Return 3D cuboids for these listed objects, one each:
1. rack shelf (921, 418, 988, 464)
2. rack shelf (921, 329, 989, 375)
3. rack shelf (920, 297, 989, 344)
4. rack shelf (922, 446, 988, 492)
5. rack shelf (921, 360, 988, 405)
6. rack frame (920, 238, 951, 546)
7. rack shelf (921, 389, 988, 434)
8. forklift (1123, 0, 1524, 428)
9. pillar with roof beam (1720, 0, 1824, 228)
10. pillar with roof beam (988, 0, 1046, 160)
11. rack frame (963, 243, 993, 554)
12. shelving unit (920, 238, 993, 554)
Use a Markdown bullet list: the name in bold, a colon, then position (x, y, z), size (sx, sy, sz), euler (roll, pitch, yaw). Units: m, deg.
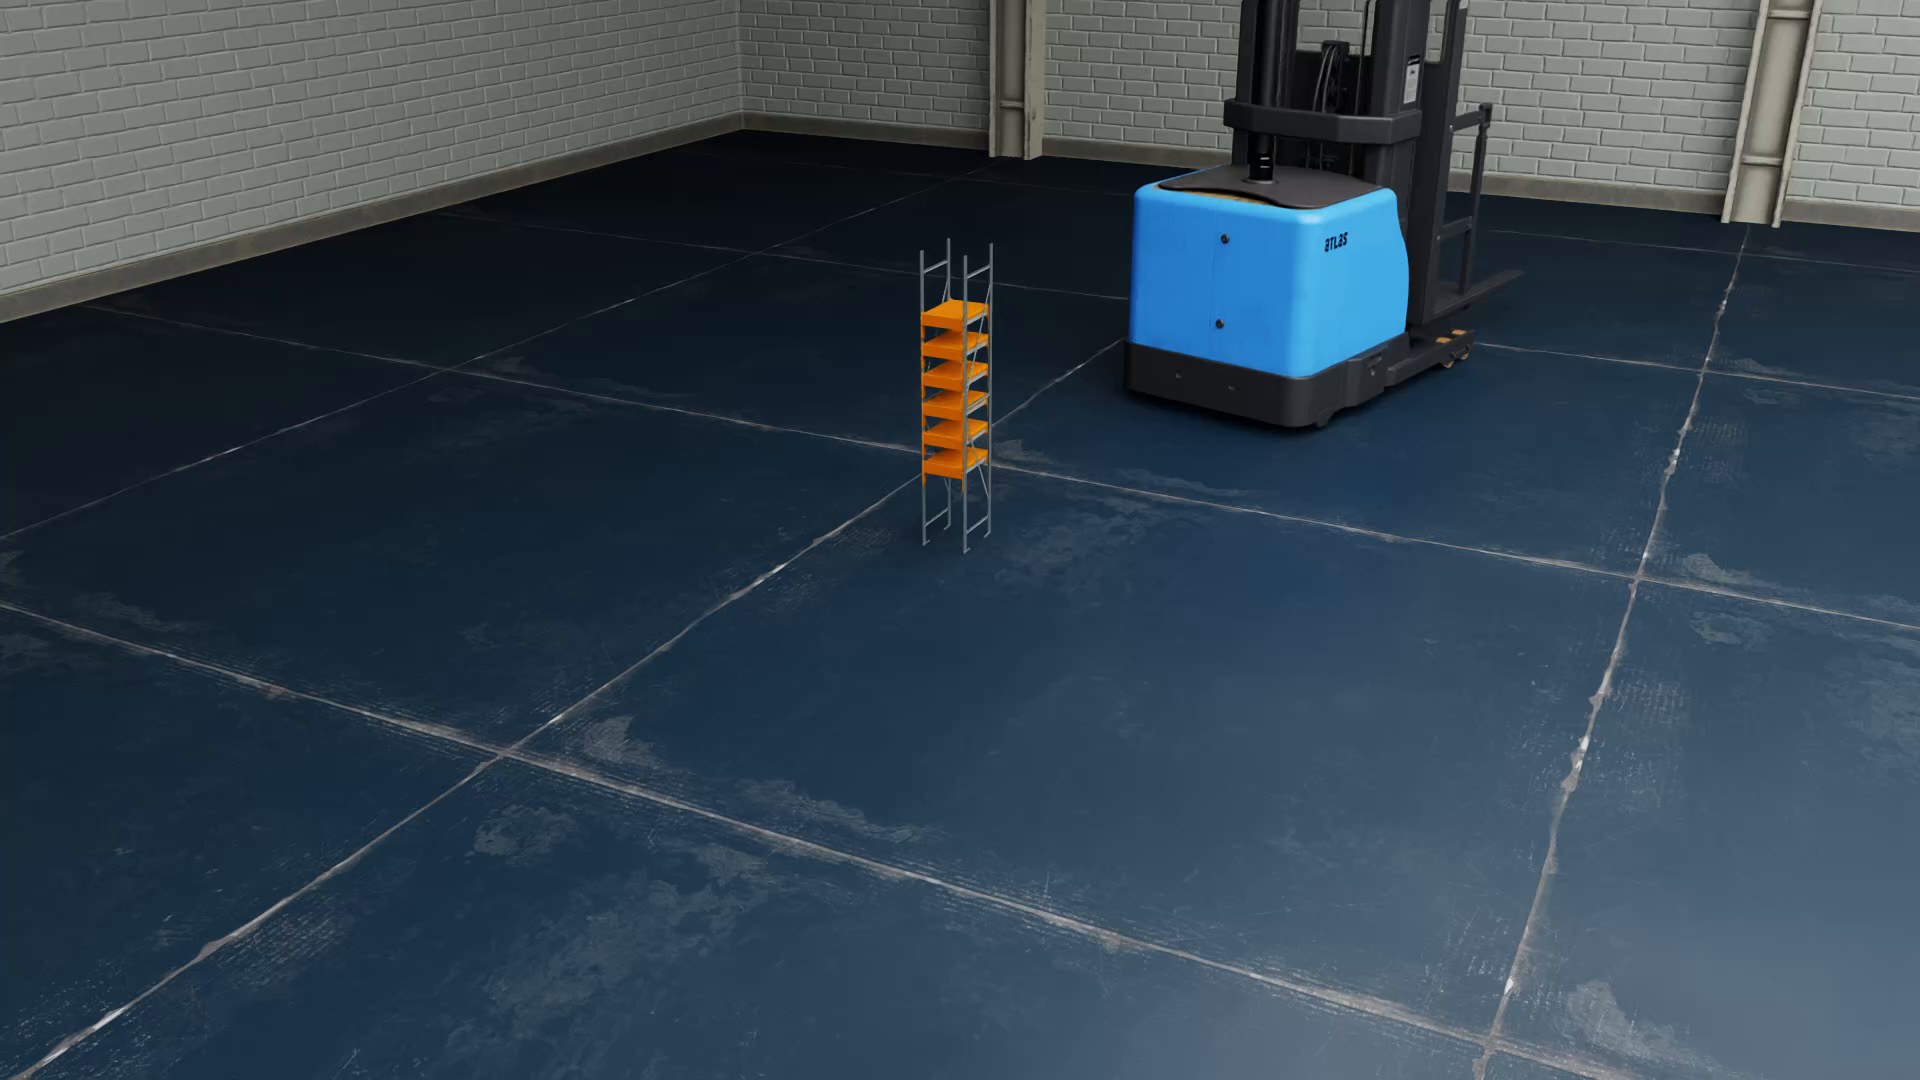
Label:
- **rack shelf**: position (-0.013, -0.403, 6.586), size (0.180, 0.103, 0.258), euler (11, 25, 25)
- **rack shelf**: position (-0.013, -0.735, 6.445), size (0.180, 0.103, 0.258), euler (11, 25, 25)
- **rack shelf**: position (-0.013, -0.845, 6.398), size (0.180, 0.103, 0.258), euler (11, 25, 25)
- **rack shelf**: position (-0.013, -0.293, 6.633), size (0.180, 0.103, 0.258), euler (11, 25, 25)
- **rack shelf**: position (-0.013, -0.624, 6.492), size (0.180, 0.103, 0.258), euler (11, 25, 25)
- **rack frame**: position (-0.095, -0.571, 6.559), size (0.006, 1.200, 0.240), euler (11, 25, 25)
- **rack shelf**: position (-0.013, -0.514, 6.539), size (0.180, 0.103, 0.258), euler (11, 25, 25)
- **forklift**: position (2.154, -2.381, 8.603), size (1.130, 2.935, 3.031), euler (18, 29, 36)
- **pillar with roof beam**: position (3.908, -4.998, 7.004), size (0.400, 9.000, 9.100), euler (11, 25, 25)
- **pillar with roof beam**: position (-1.446, -6.057, 9.495), size (0.400, 9.000, 9.100), euler (11, 25, 25)
- **rack frame**: position (0.069, -0.539, 6.483), size (0.006, 1.200, 0.240), euler (11, 25, 25)
- **shelving unit**: position (-0.013, -0.555, 6.521), size (0.189, 1.200, 0.258), euler (11, 25, 25)
